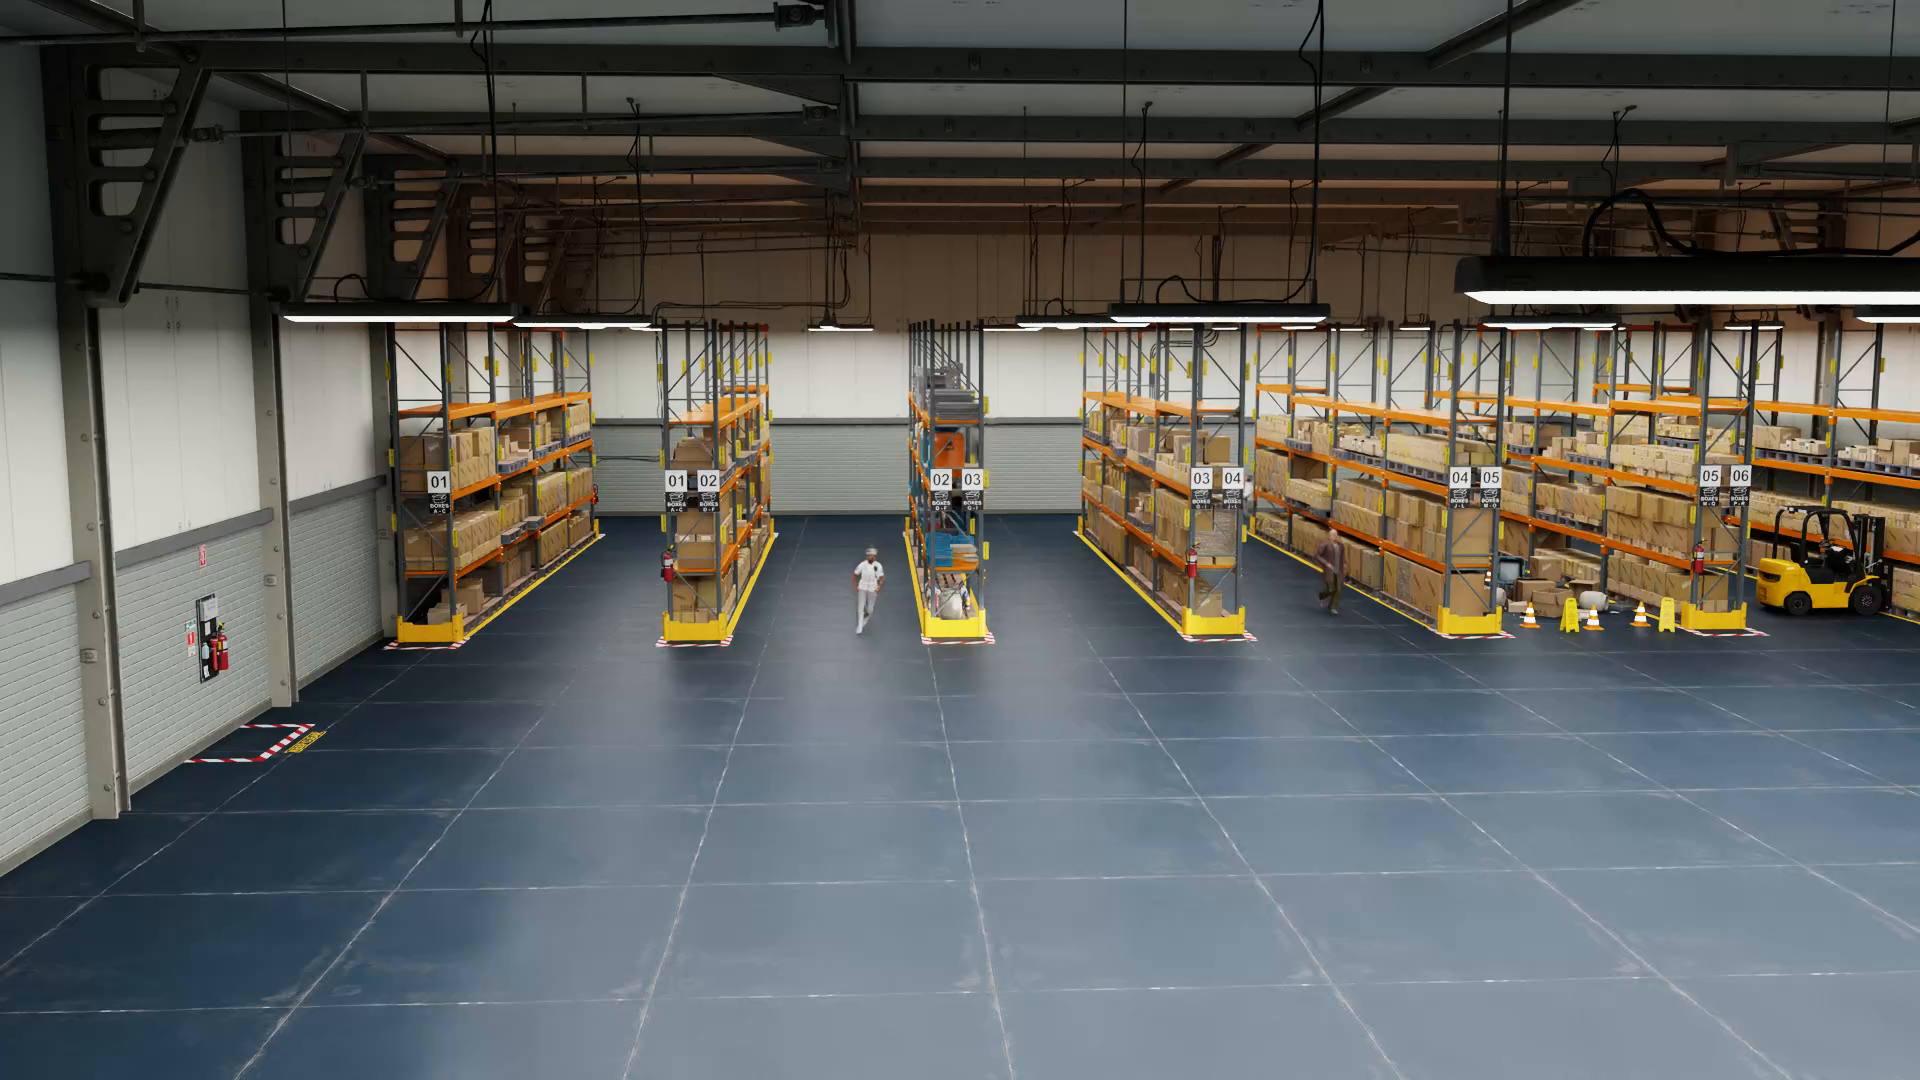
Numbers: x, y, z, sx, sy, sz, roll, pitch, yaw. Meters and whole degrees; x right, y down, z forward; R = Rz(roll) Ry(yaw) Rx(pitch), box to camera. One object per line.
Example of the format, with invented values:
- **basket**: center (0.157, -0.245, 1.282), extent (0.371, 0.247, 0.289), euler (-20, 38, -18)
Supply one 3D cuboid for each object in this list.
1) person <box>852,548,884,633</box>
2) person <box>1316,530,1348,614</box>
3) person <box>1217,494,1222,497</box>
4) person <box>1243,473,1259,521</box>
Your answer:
- **person**: center (-1.767, 0.962, 32.106), extent (0.619, 1.643, 0.534), euler (0, 7, -2)
- **person**: center (7.641, 0.683, 34.199), extent (0.702, 1.649, 0.673), euler (-2, 7, -19)
- **person**: center (7.421, -1.042, 47.891), extent (0.773, 1.789, 0.726), euler (2, 7, 18)
- **person**: center (8.399, -1.164, 49.095), extent (0.866, 1.643, 0.646), euler (1, 7, 7)
